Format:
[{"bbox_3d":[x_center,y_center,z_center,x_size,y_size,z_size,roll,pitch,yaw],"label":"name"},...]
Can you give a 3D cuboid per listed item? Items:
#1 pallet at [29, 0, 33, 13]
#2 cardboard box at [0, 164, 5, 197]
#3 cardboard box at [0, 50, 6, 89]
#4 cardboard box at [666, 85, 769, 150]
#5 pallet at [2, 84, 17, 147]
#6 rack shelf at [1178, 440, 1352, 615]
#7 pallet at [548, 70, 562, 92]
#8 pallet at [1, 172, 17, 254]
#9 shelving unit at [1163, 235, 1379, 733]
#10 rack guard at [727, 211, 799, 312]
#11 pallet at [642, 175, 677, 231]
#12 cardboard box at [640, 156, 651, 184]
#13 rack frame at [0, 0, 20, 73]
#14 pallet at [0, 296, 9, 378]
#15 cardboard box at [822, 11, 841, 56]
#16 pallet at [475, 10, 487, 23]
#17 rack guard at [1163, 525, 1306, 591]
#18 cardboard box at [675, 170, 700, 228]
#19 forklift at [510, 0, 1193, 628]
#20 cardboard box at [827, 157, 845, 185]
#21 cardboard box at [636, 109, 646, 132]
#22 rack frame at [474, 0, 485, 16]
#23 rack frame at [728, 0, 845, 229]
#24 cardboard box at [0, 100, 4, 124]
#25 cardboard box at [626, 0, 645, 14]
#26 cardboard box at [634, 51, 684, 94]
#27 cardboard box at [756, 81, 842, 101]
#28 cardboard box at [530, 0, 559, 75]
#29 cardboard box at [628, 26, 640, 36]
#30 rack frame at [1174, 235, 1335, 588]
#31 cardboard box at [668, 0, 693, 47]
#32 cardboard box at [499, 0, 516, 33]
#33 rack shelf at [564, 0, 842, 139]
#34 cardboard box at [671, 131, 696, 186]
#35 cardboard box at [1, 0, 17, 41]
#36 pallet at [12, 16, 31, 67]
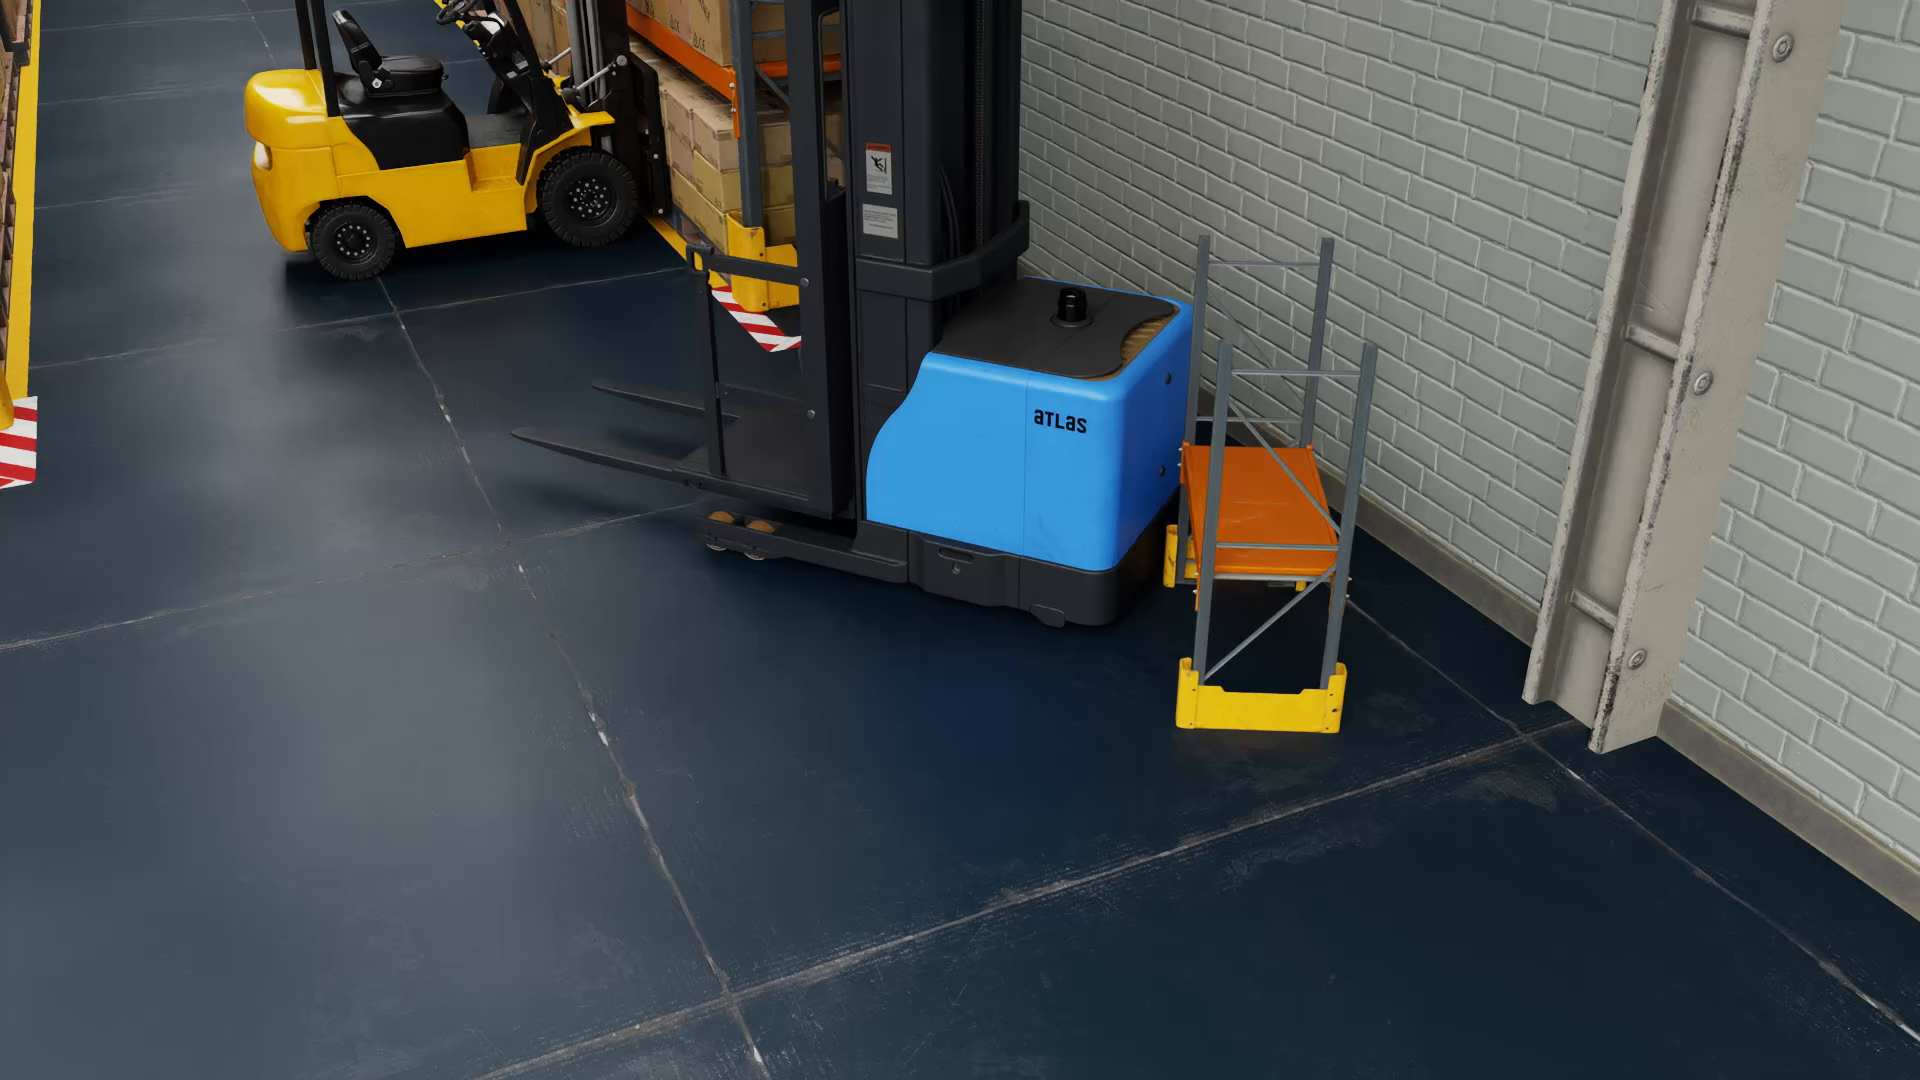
[{"bbox_3d":[-10.008,-5.537,16.908,1.003,0.211,1.213,-13,32,-22],"label":"pallet"},{"bbox_3d":[-6.477,-2.323,10.708,0.500,0.250,0.500,-12,31,-20],"label":"cardboard box"},{"bbox_3d":[-8.133,-3.772,13.168,0.950,0.372,0.625,-14,32,-23],"label":"cardboard box"},{"bbox_3d":[-1.479,-2.603,10.186,0.500,0.250,0.500,-12,32,-21],"label":"cardboard box"},{"bbox_3d":[-7.837,-3.211,12.761,1.003,0.211,1.213,-13,32,-22],"label":"pallet"},{"bbox_3d":[1.110,-0.066,6.203,0.538,0.185,1.000,2,29,3],"label":"rack shelf"},{"bbox_3d":[-2.843,-3.689,13.613,1.003,0.211,1.213,-13,32,-22],"label":"pallet"},{"bbox_3d":[-6.653,-2.039,10.670,1.003,0.211,1.213,-13,32,-22],"label":"pallet"},{"bbox_3d":[1.111,-0.228,6.123,0.587,1.500,1.083,2,29,3],"label":"shelving unit"},{"bbox_3d":[-0.764,-1.720,9.807,1.175,0.500,0.348,-13,32,-22],"label":"rack guard"},{"bbox_3d":[-1.661,-2.472,11.443,1.003,0.211,1.213,-13,32,-22],"label":"pallet"},{"bbox_3d":[-1.917,-2.616,11.229,0.500,0.250,0.500,-12,31,-20],"label":"cardboard box"},{"bbox_3d":[-8.691,-5.311,13.655,1.000,3.000,0.127,-13,32,-22],"label":"rack frame"},{"bbox_3d":[-5.606,-0.961,8.748,1.003,0.211,1.213,-13,32,-22],"label":"pallet"},{"bbox_3d":[-0.737,-3.142,9.684,0.500,0.500,0.500,-12,31,-20],"label":"cardboard box"},{"bbox_3d":[-3.891,-4.767,15.535,1.003,0.211,1.213,-13,32,-22],"label":"pallet"},{"bbox_3d":[1.141,0.074,6.862,0.587,0.250,0.087,2,29,3],"label":"rack guard"},{"bbox_3d":[-1.467,-2.168,10.431,0.500,0.250,0.500,-13,32,-22],"label":"cardboard box"},{"bbox_3d":[-0.570,-1.410,6.768,3.031,2.935,1.130,13,32,22],"label":"forklift"},{"bbox_3d":[-0.789,-2.274,10.110,0.500,0.250,0.500,-12,32,-21],"label":"cardboard box"},{"bbox_3d":[-1.924,-2.842,11.122,0.500,0.250,0.500,-13,32,-22],"label":"cardboard box"},{"bbox_3d":[-4.209,-6.355,15.516,1.000,3.000,0.127,-13,32,-22],"label":"rack frame"},{"bbox_3d":[-0.775,-2.821,9.214,1.000,3.000,0.127,-13,32,-22],"label":"rack frame"},{"bbox_3d":[-7.512,-3.129,12.021,0.950,0.372,0.625,-11,31,-19],"label":"cardboard box"},{"bbox_3d":[-1.884,-3.704,10.687,0.500,0.500,0.500,-13,32,-22],"label":"cardboard box"},{"bbox_3d":[-1.915,-3.050,10.981,0.500,0.250,0.500,-14,32,-23],"label":"cardboard box"},{"bbox_3d":[-1.028,-2.713,10.381,0.500,0.250,0.500,-13,32,-22],"label":"cardboard box"},{"bbox_3d":[-3.052,-4.308,13.864,0.875,0.625,0.625,-13,32,-22],"label":"cardboard box"},{"bbox_3d":[-2.357,-3.501,11.785,0.500,0.250,0.500,-13,32,-22],"label":"cardboard box"},{"bbox_3d":[1.141,-0.471,6.557,0.500,1.500,0.032,2,29,3],"label":"rack frame"},{"bbox_3d":[-1.438,-3.258,9.891,0.500,0.500,0.500,-12,31,-20],"label":"cardboard box"},{"bbox_3d":[-3.666,-4.937,14.986,0.875,0.625,0.625,-12,31,-20],"label":"cardboard box"},{"bbox_3d":[-1.633,-3.391,10.966,1.077,0.370,4.000,-13,32,-22],"label":"rack shelf"},{"bbox_3d":[-1.472,-2.396,10.327,0.500,0.250,0.500,-13,32,-22],"label":"cardboard box"},{"bbox_3d":[-8.912,-4.890,14.647,0.875,0.875,0.875,-13,32,-22],"label":"cardboard box"},{"bbox_3d":[-8.961,-4.459,14.986,1.003,0.211,1.213,-13,32,-22],"label":"pallet"}]
